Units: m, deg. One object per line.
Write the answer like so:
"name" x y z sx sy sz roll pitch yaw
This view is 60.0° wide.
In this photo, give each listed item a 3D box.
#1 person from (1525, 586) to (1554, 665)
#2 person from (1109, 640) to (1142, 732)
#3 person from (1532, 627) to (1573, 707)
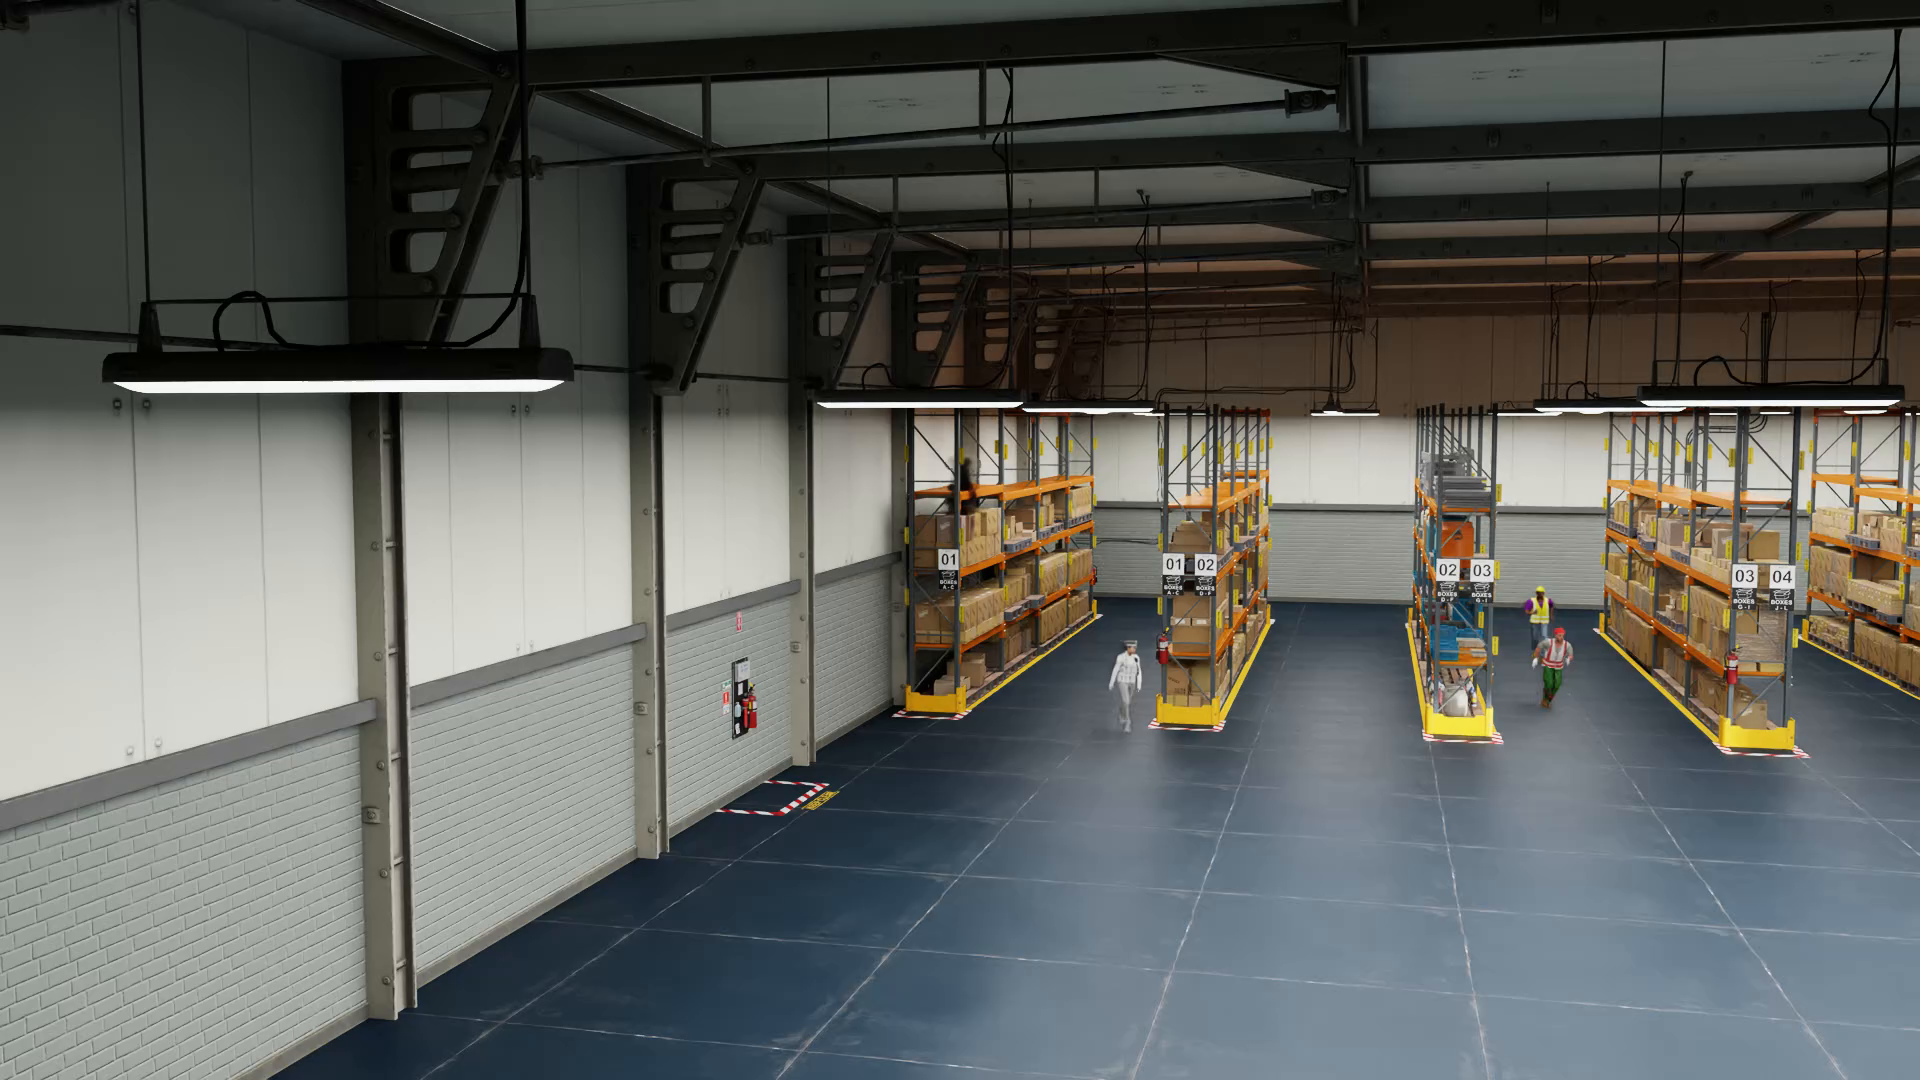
"person" 13.619 1.989 39.103 0.686 1.822 0.865 1 4 12
"person" 3.096 2.680 30.772 0.558 1.679 0.756 -2 5 -25
"person" 11.695 2.522 32.730 0.681 1.649 0.875 0 4 -1
